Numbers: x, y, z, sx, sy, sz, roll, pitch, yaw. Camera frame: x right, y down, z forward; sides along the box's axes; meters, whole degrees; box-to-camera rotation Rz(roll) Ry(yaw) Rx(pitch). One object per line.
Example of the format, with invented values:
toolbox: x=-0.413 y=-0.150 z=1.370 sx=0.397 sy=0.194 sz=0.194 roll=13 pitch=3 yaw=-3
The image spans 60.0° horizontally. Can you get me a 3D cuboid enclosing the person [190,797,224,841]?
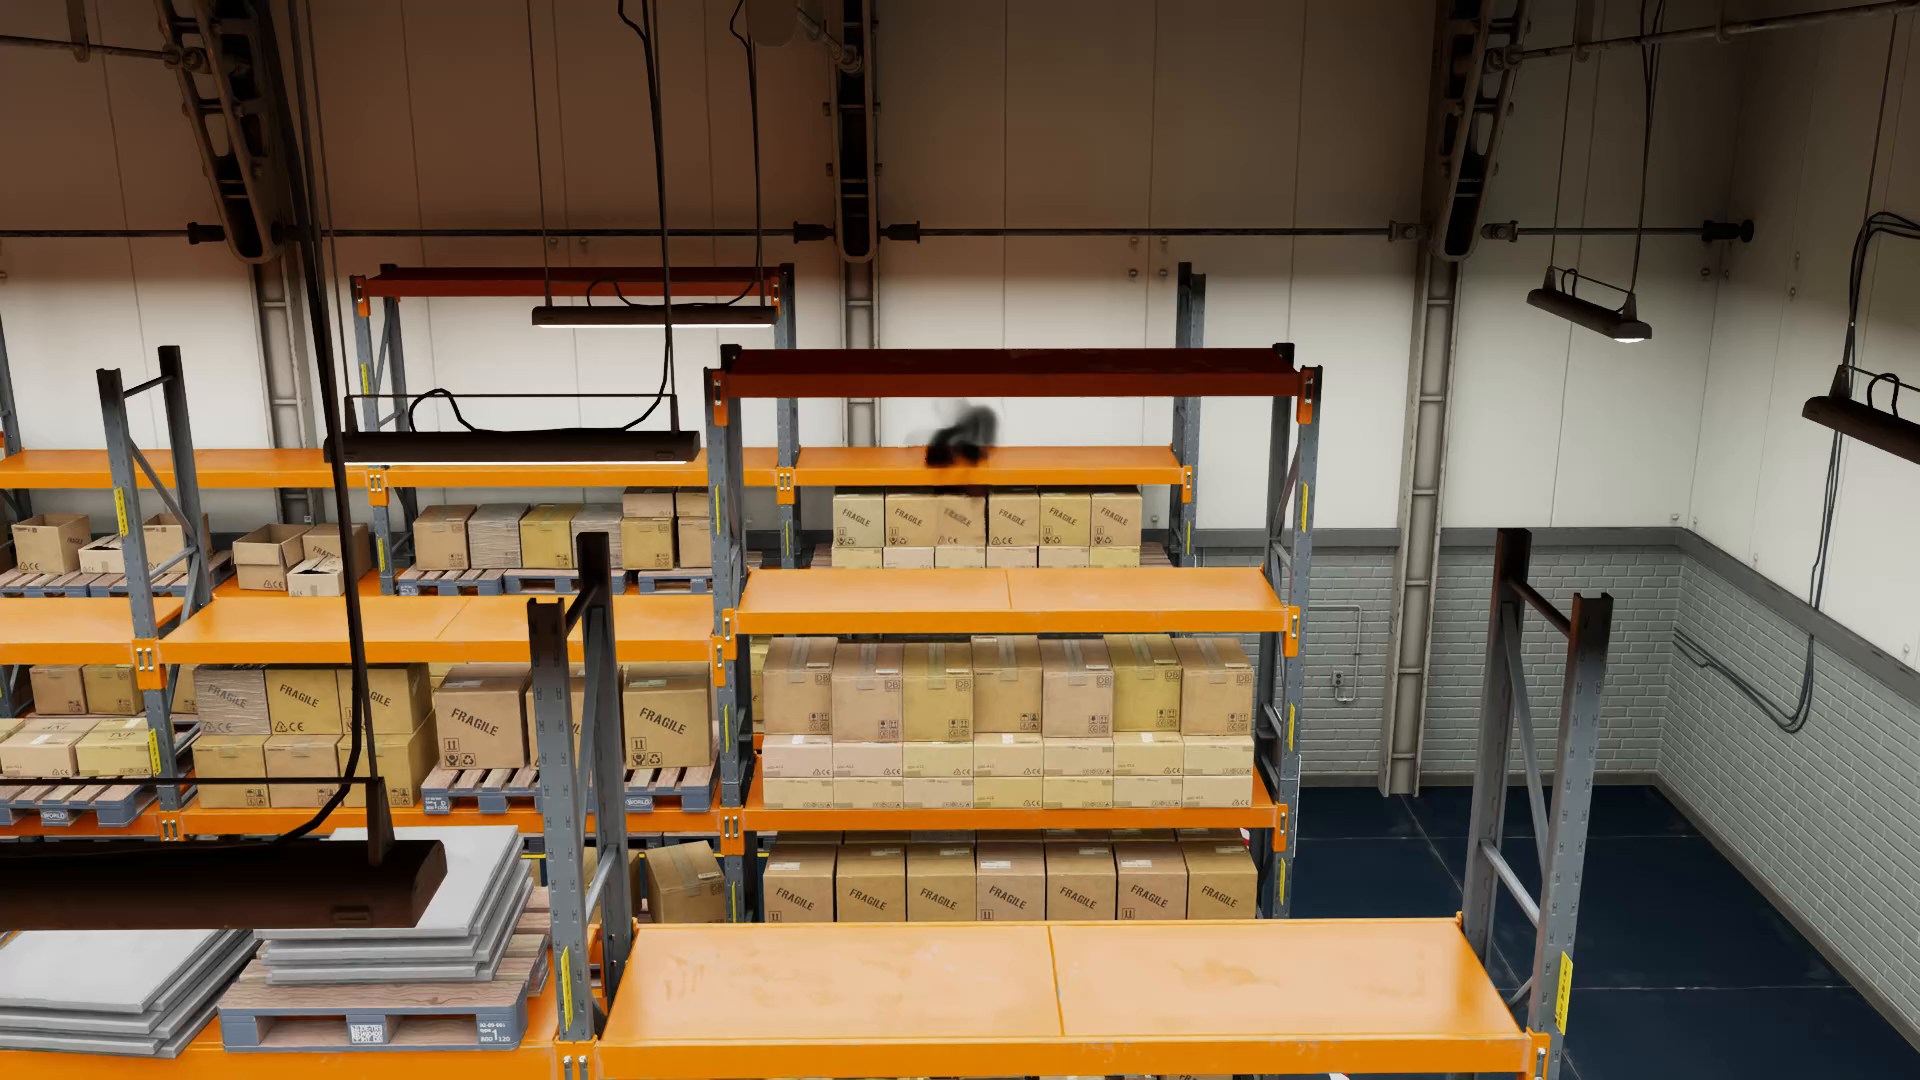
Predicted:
person: x=-6.698 y=3.080 z=14.992 sx=0.580 sy=1.675 sz=0.647 roll=-4 pitch=17 yaw=-12
